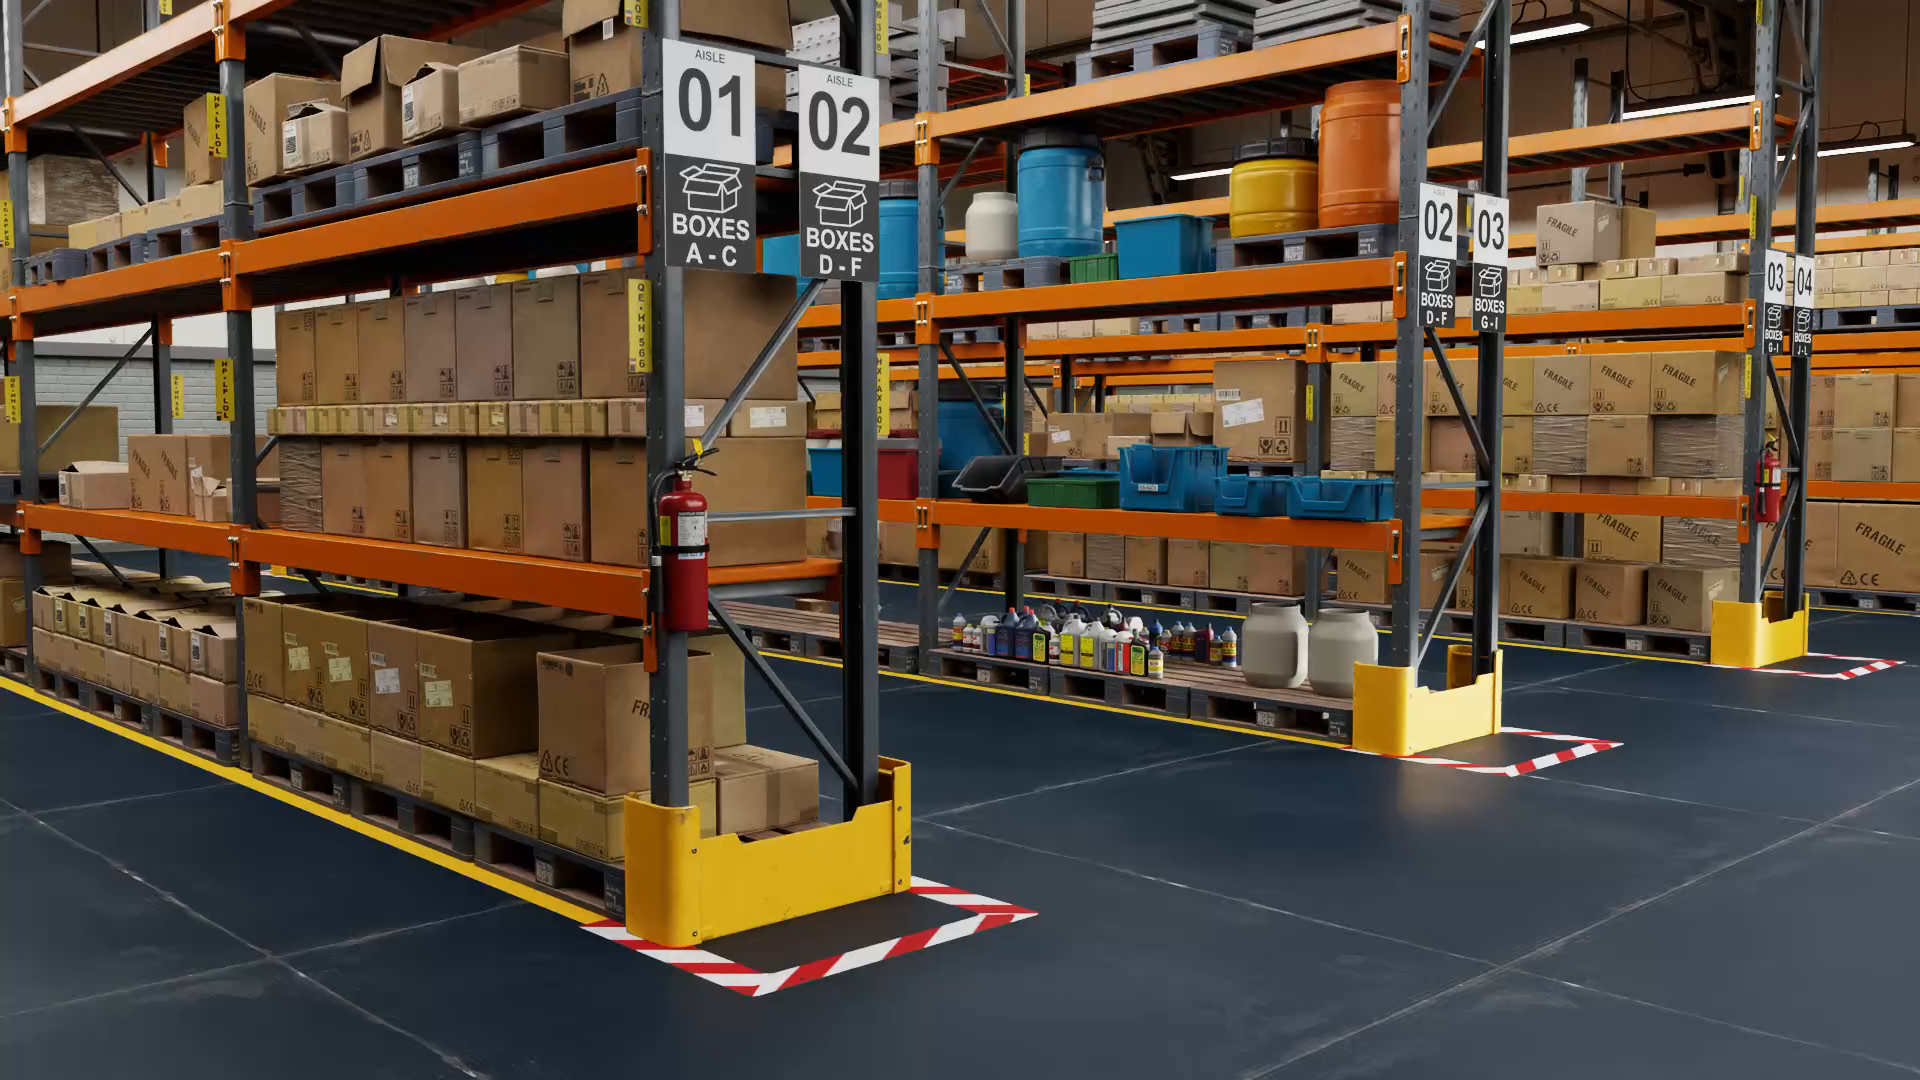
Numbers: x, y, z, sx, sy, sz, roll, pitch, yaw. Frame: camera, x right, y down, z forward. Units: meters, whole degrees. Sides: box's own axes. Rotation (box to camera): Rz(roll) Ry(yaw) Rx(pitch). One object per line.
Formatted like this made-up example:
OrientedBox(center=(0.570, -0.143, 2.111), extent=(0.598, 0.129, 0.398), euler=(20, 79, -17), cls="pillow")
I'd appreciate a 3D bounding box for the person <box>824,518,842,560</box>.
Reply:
OrientedBox(center=(-1.048, -0.037, 15.096), extent=(0.429, 1.842, 0.626), euler=(2, 4, 26), cls="person")
